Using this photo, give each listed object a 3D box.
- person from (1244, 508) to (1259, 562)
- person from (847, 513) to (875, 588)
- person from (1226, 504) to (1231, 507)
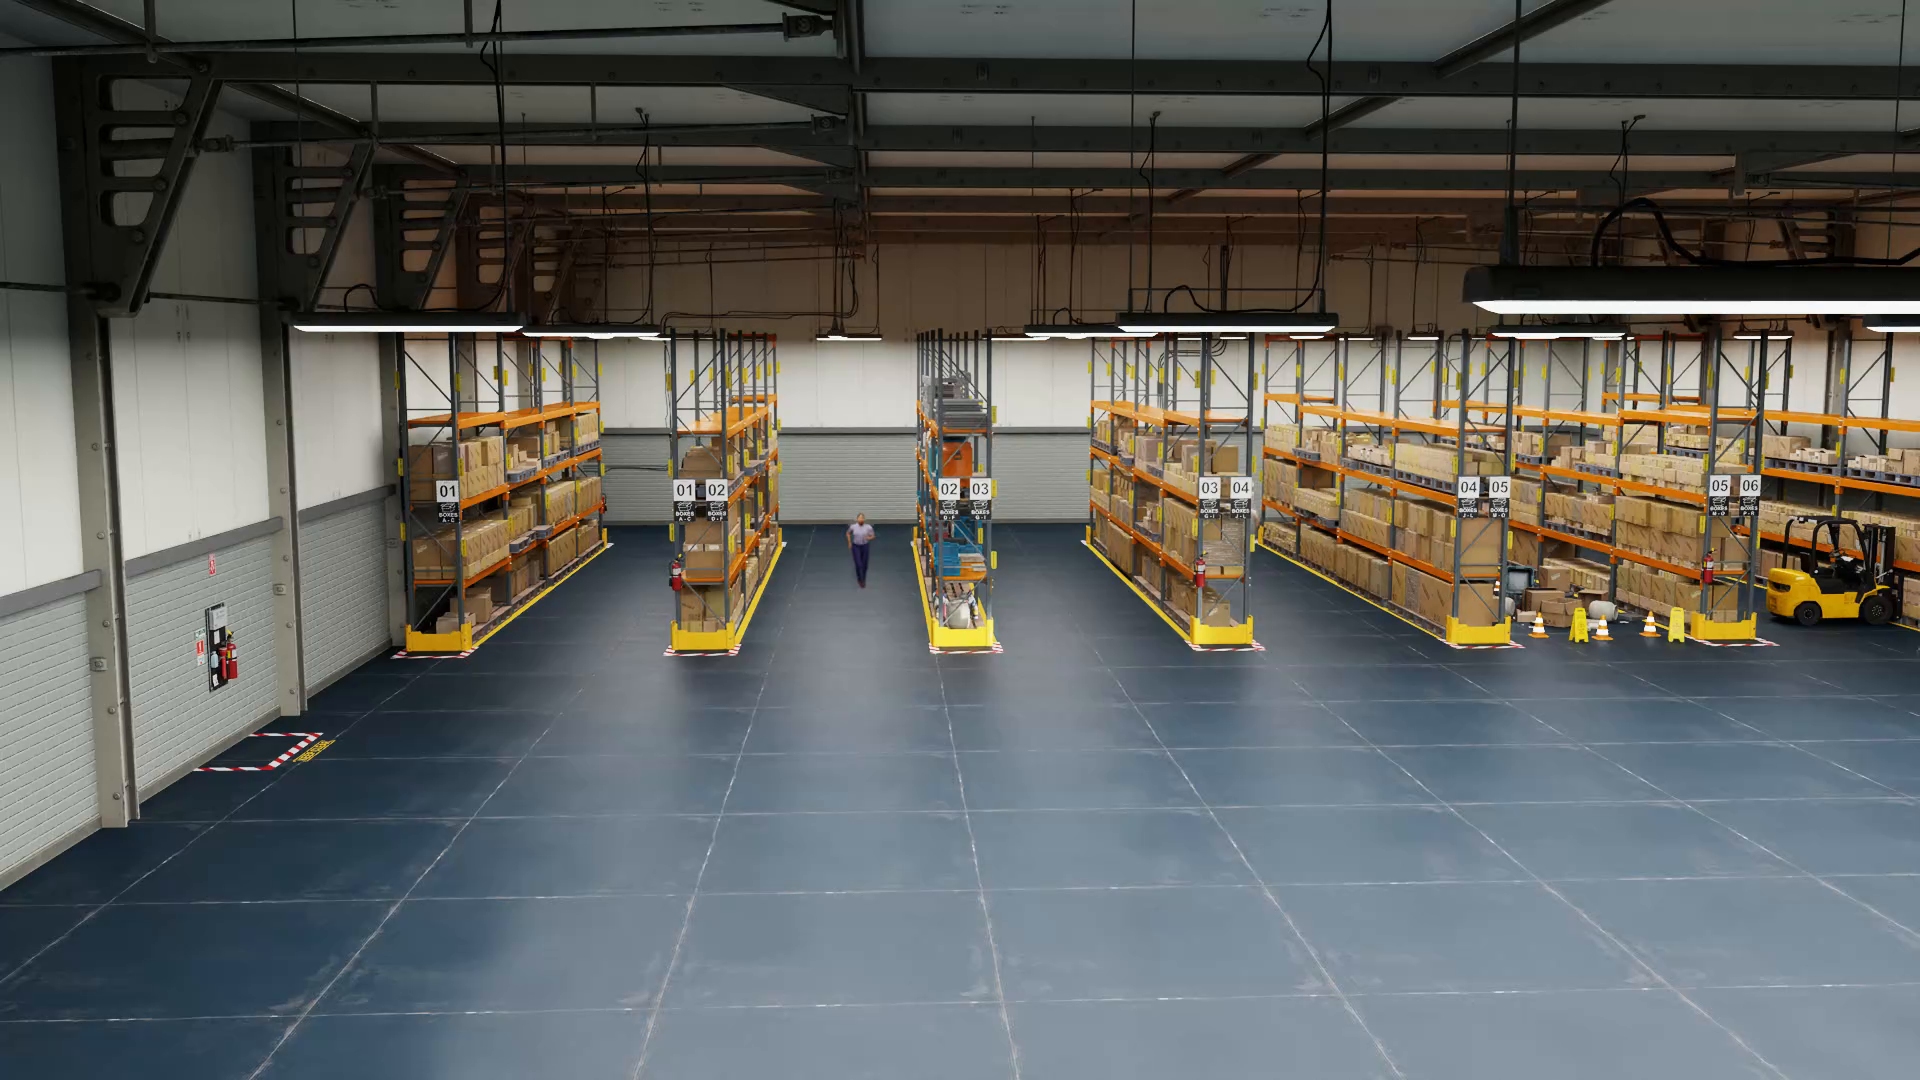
[{"bbox_3d":[7.569,-0.242,43.735,0.608,1.631,0.598,1,7,5],"label":"person"},{"bbox_3d":[-2.207,0.243,37.212,0.605,1.697,0.846,-1,7,-11],"label":"person"},{"bbox_3d":[7.943,-0.859,48.617,0.535,1.596,0.782,-5,8,-37],"label":"person"}]
